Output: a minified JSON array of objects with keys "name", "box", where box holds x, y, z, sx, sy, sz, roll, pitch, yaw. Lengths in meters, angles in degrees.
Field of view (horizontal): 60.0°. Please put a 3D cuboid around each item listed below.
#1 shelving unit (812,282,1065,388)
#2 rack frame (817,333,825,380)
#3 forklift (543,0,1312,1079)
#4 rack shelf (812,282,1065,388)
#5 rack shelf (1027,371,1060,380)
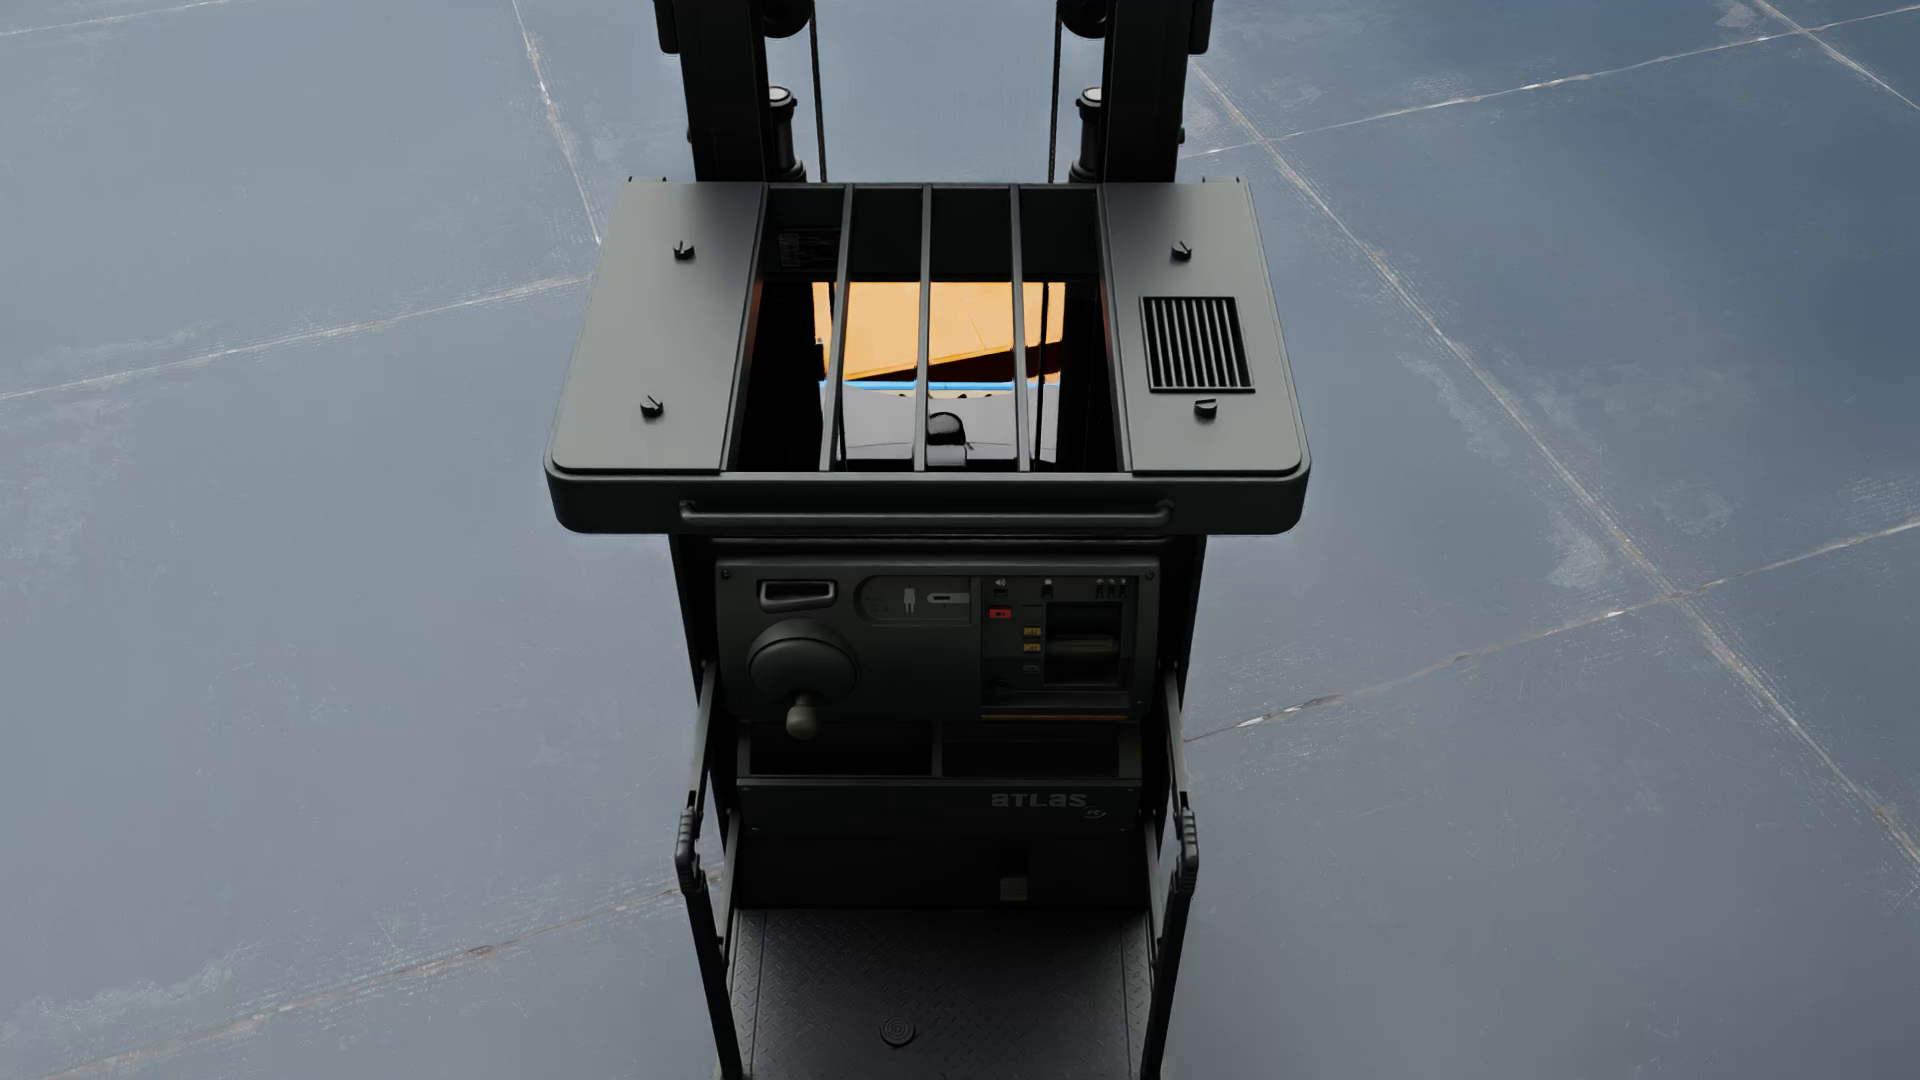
[{"name":"shelving unit","box":[0.013,-0.432,5.386,1.048,1.125,0.538,-12,46,-11]},{"name":"rack frame","box":[-0.475,-0.332,5.286,0.032,1.125,0.500,-12,46,-11]},{"name":"forklift","box":[-0.045,0.315,3.367,1.130,2.935,3.031,0,45,0]},{"name":"rack shelf","box":[0.013,-0.639,5.179,1.000,0.278,0.538,-12,46,-11]},{"name":"rack shelf","box":[0.013,-0.259,5.560,1.000,0.278,0.538,-12,46,-11]}]
